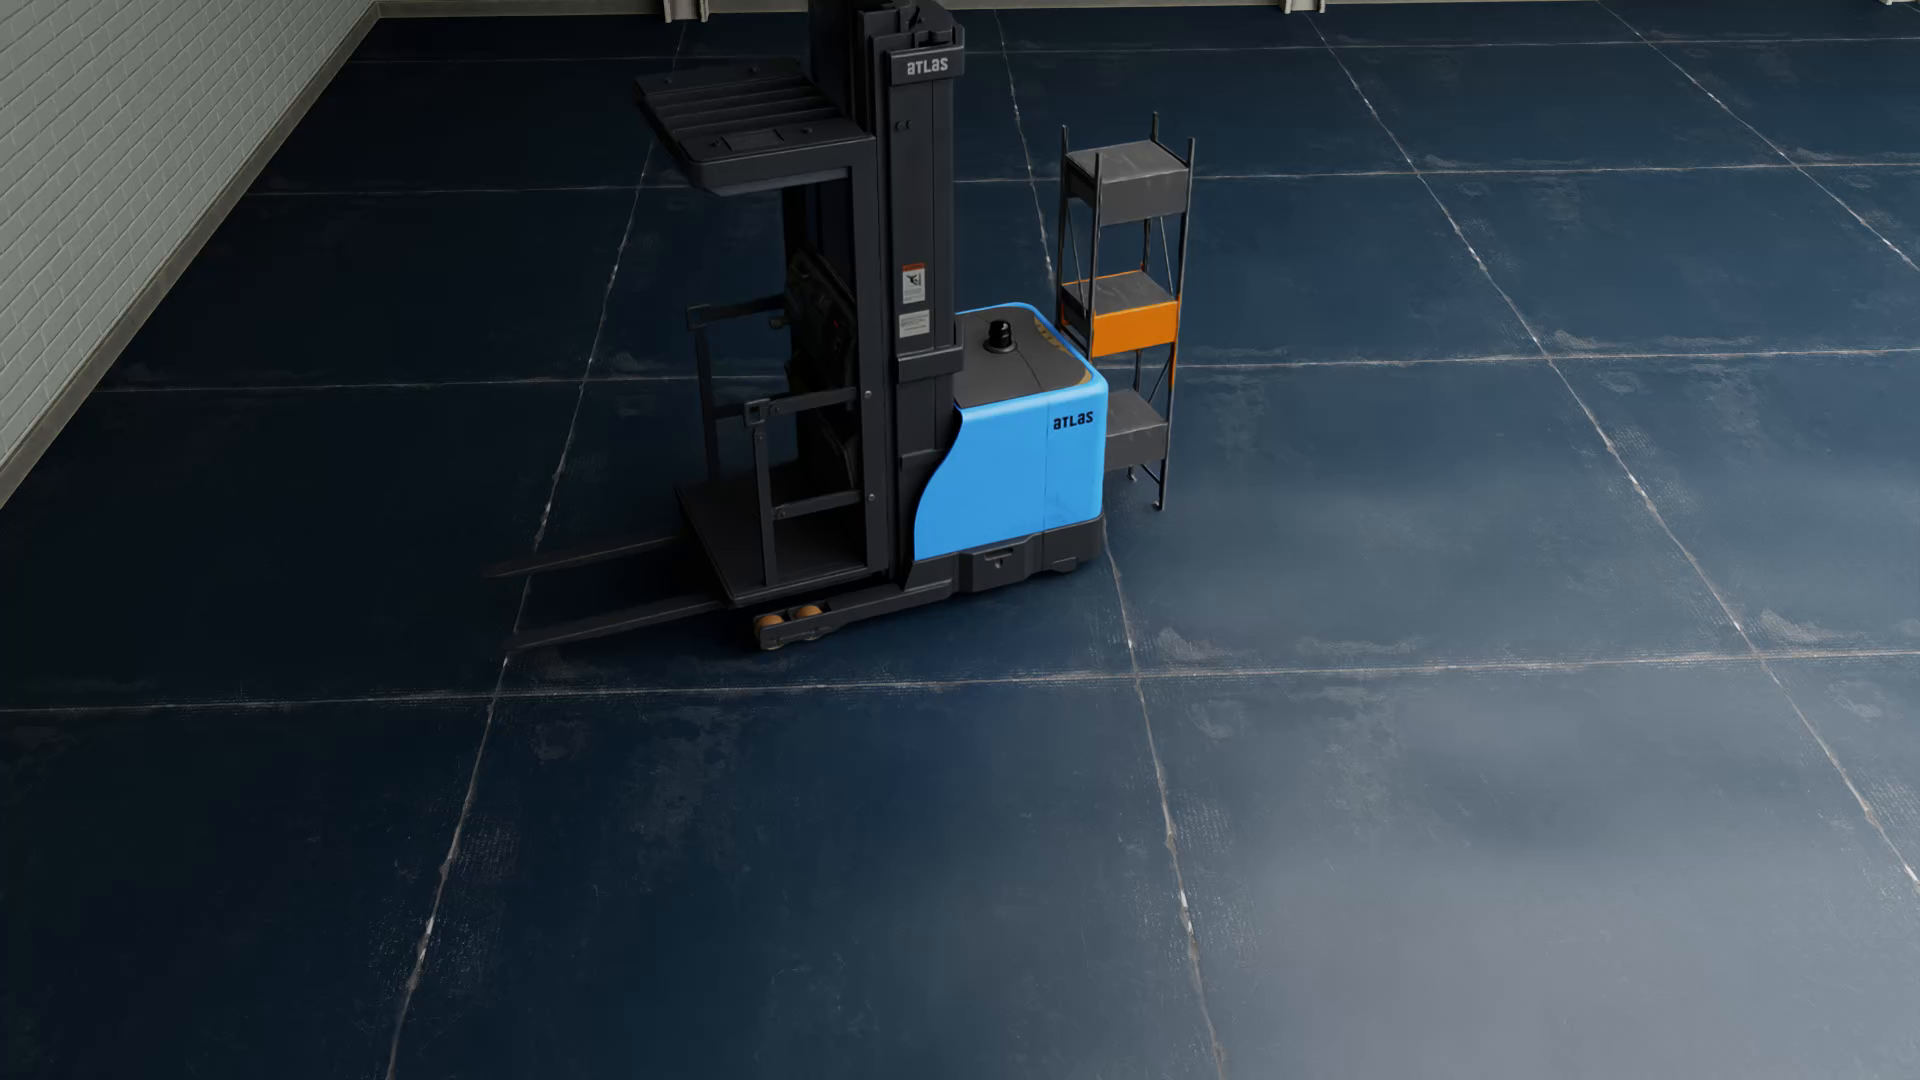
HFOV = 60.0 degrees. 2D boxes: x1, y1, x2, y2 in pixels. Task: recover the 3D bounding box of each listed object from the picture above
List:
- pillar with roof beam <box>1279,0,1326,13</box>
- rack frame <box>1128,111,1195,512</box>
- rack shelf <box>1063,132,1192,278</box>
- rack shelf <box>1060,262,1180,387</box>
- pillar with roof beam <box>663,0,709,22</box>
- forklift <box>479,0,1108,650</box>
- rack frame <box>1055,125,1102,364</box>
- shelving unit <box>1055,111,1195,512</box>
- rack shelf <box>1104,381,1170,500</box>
[{"bbox_3d":[3.555,-6.478,10.239,0.400,9.000,9.100,-2,35,-2],"label":"pillar with roof beam"},{"bbox_3d":[1.024,-1.124,8.565,0.015,2.100,0.400,-13,37,-18],"label":"rack frame"},{"bbox_3d":[0.798,-1.636,8.099,0.480,0.518,0.431,-13,37,-18],"label":"rack shelf"},{"bbox_3d":[0.798,-1.060,8.497,0.480,0.518,0.431,-13,37,-18],"label":"rack shelf"},{"bbox_3d":[-2.438,-6.317,10.006,0.400,9.000,9.100,-2,35,-2],"label":"pillar with roof beam"},{"bbox_3d":[-0.835,-1.018,7.682,3.031,2.935,1.130,-13,37,-18],"label":"forklift"},{"bbox_3d":[0.572,-1.019,8.413,0.015,2.100,0.400,-13,37,-18],"label":"rack frame"},{"bbox_3d":[0.798,-1.071,8.489,0.503,2.100,0.431,-13,37,-18],"label":"shelving unit"},{"bbox_3d":[0.798,-0.485,8.895,0.480,0.518,0.431,-13,37,-18],"label":"rack shelf"}]
